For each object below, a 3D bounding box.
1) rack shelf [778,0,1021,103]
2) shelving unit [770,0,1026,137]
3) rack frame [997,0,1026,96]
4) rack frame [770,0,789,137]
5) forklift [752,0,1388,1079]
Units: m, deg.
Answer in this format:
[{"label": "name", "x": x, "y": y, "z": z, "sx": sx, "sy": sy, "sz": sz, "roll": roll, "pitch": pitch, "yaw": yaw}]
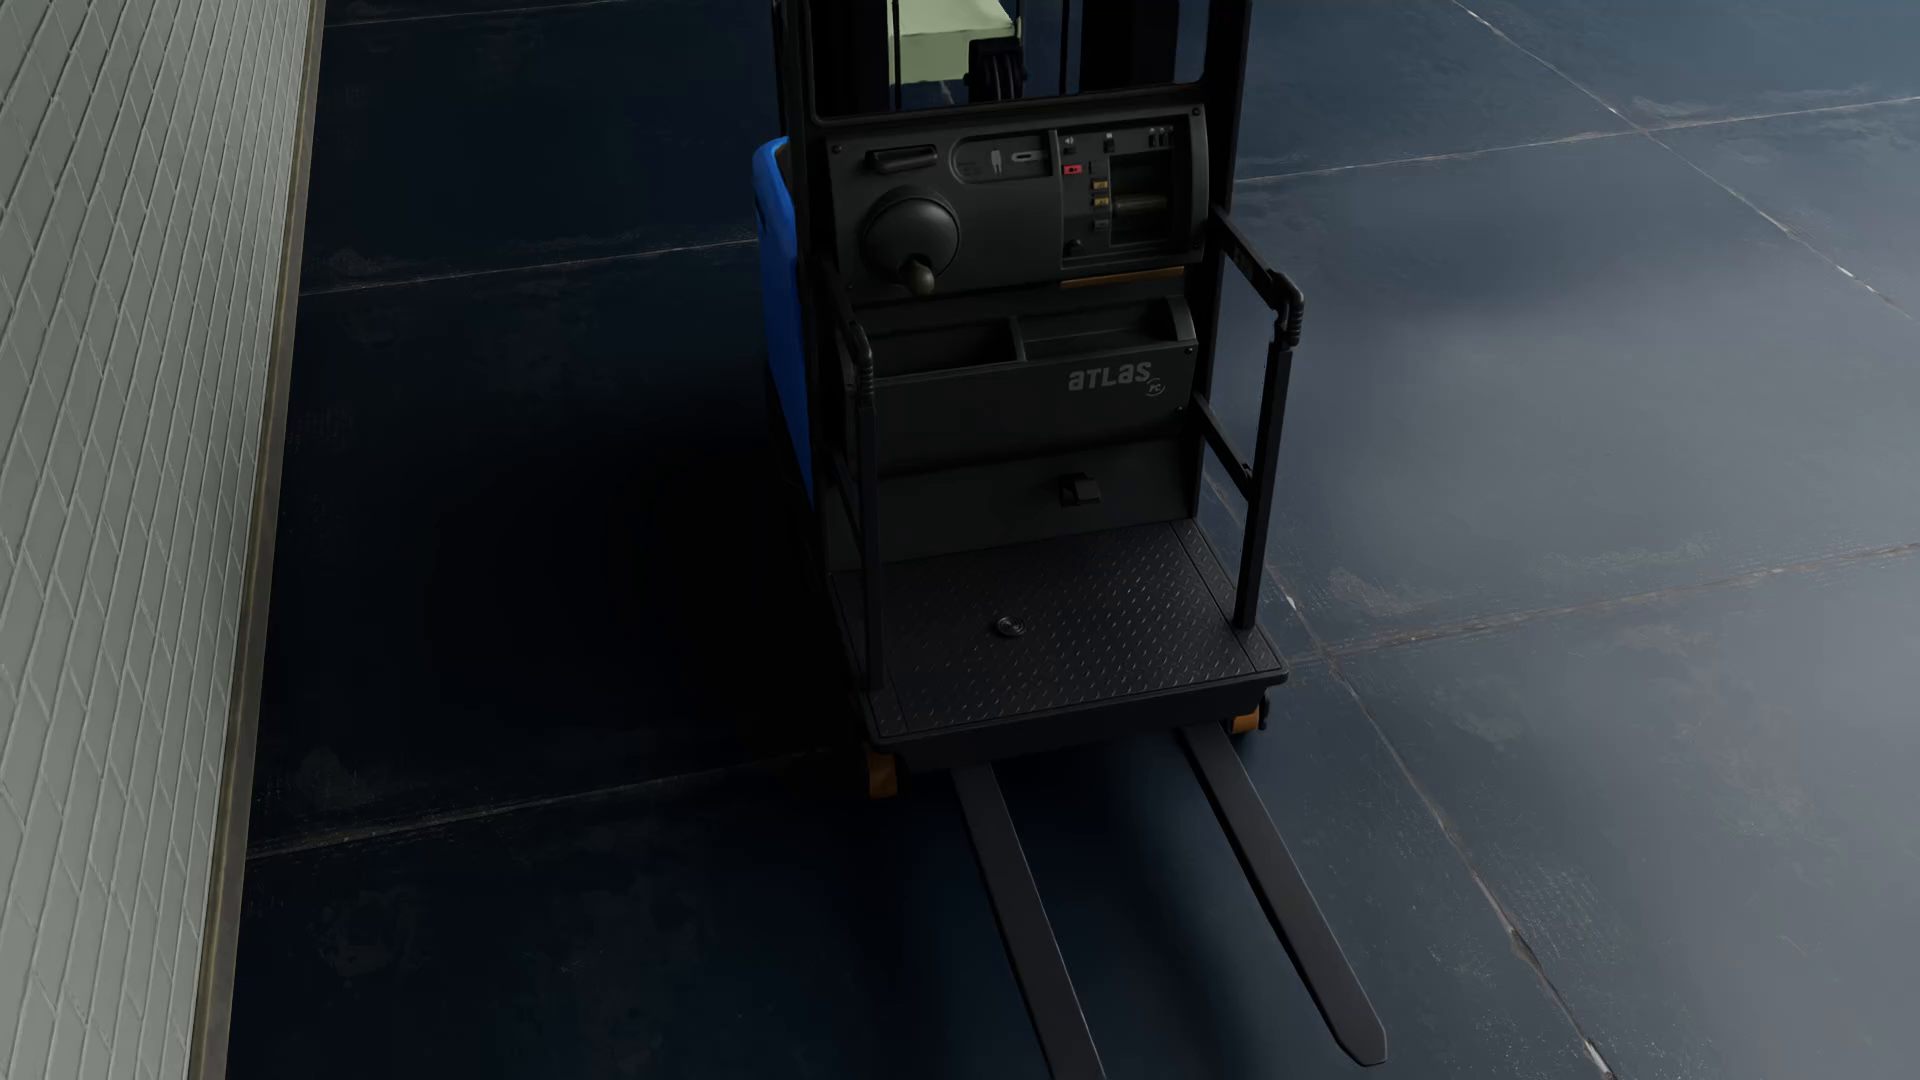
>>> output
[{"label": "rack shelf", "x": -0.205, "y": -1.554, "z": 5.396, "sx": 0.720, "sy": 0.370, "sz": 0.431, "roll": -7, "pitch": 37, "yaw": -10}, {"label": "shelving unit", "x": -0.203, "y": -1.239, "z": 5.626, "sx": 0.755, "sy": 1.500, "sz": 0.431, "roll": -7, "pitch": 37, "yaw": -10}, {"label": "rack frame", "x": 0.155, "y": -1.286, "z": 5.687, "sx": 0.023, "sy": 1.500, "sz": 0.400, "roll": -7, "pitch": 37, "yaw": -10}, {"label": "rack frame", "x": -0.561, "y": -1.192, "z": 5.564, "sx": 0.023, "sy": 1.500, "sz": 0.400, "roll": -7, "pitch": 37, "yaw": -10}, {"label": "forklift", "x": 0.202, "y": -0.745, "z": 3.812, "sx": 1.130, "sy": 2.935, "sz": 3.031, "roll": -9, "pitch": 38, "yaw": -11}]
